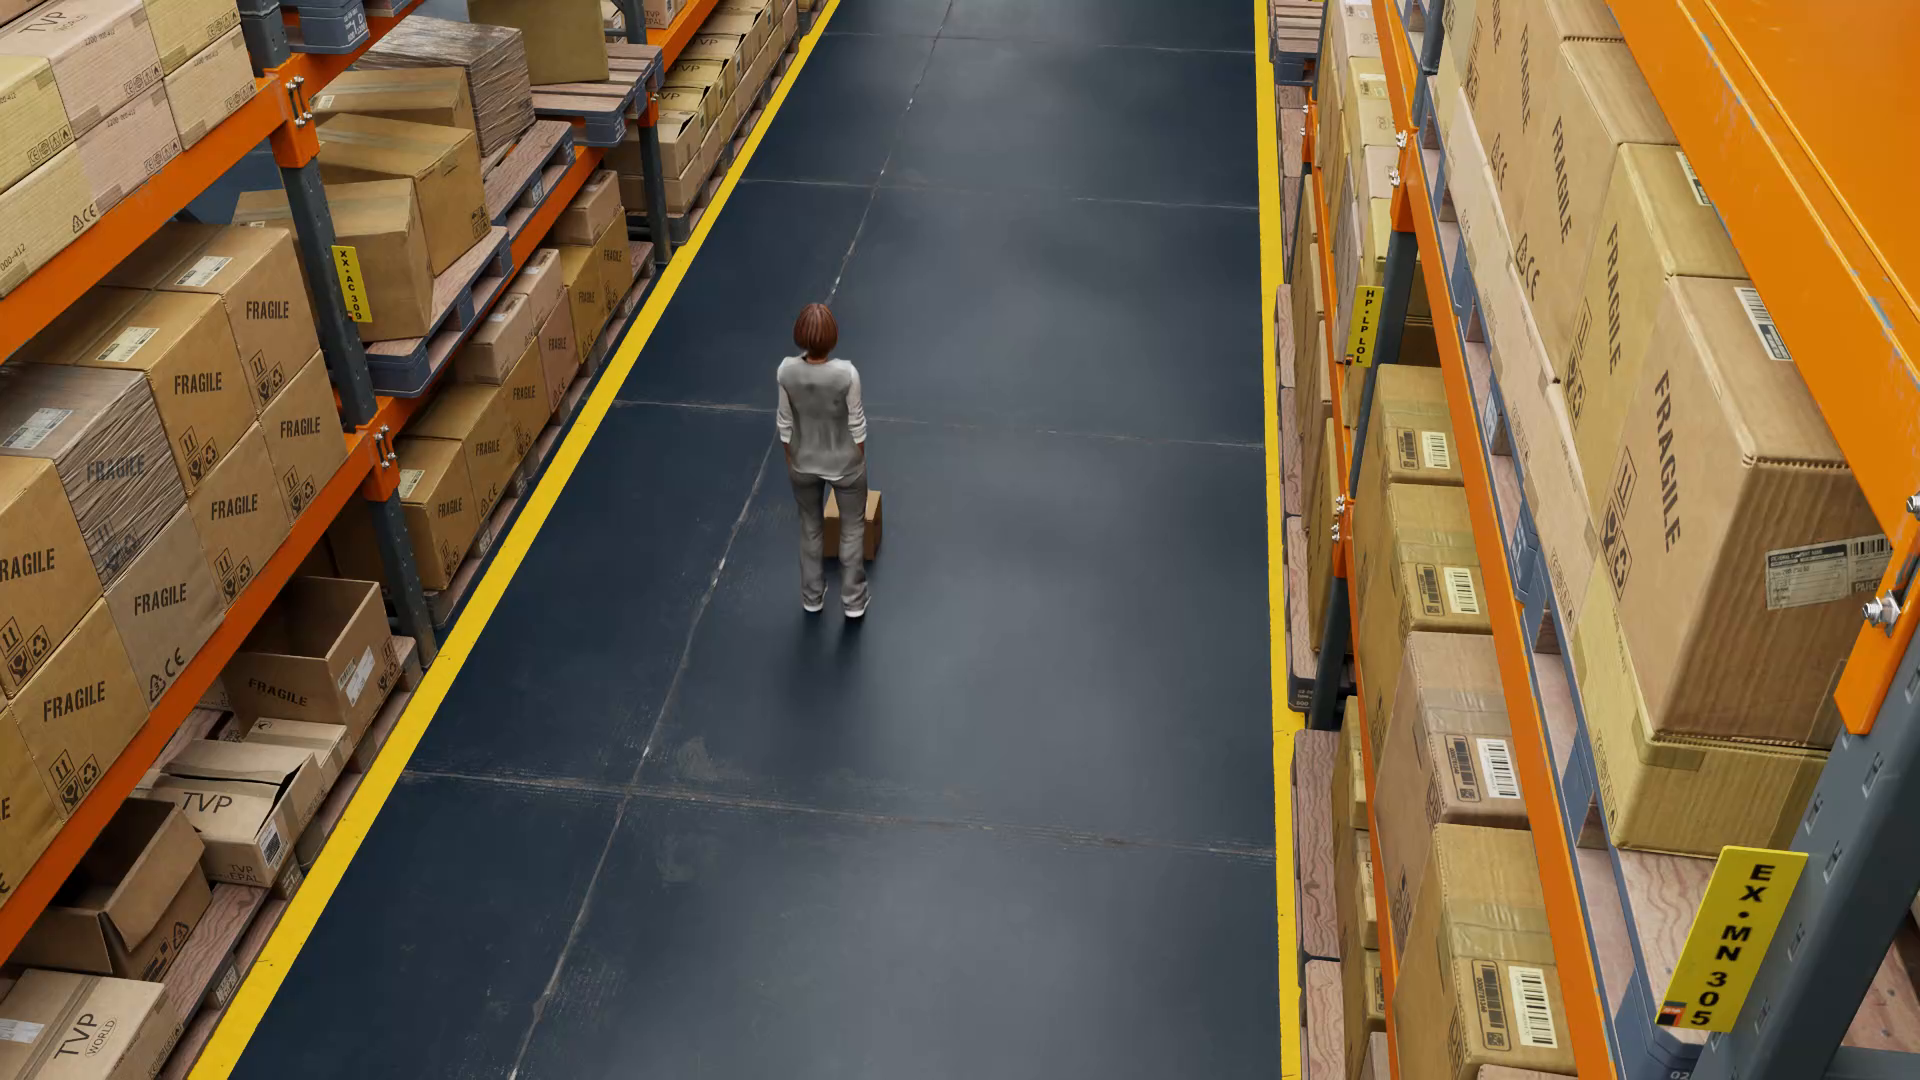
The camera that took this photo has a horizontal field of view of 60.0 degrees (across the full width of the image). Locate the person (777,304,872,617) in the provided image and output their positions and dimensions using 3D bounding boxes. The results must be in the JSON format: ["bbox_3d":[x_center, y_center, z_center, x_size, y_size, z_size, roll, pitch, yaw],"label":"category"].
[{"bbox_3d":[-0.616,-0.341,7.519,0.407,1.604,0.308,5,37,7],"label":"person"}]
